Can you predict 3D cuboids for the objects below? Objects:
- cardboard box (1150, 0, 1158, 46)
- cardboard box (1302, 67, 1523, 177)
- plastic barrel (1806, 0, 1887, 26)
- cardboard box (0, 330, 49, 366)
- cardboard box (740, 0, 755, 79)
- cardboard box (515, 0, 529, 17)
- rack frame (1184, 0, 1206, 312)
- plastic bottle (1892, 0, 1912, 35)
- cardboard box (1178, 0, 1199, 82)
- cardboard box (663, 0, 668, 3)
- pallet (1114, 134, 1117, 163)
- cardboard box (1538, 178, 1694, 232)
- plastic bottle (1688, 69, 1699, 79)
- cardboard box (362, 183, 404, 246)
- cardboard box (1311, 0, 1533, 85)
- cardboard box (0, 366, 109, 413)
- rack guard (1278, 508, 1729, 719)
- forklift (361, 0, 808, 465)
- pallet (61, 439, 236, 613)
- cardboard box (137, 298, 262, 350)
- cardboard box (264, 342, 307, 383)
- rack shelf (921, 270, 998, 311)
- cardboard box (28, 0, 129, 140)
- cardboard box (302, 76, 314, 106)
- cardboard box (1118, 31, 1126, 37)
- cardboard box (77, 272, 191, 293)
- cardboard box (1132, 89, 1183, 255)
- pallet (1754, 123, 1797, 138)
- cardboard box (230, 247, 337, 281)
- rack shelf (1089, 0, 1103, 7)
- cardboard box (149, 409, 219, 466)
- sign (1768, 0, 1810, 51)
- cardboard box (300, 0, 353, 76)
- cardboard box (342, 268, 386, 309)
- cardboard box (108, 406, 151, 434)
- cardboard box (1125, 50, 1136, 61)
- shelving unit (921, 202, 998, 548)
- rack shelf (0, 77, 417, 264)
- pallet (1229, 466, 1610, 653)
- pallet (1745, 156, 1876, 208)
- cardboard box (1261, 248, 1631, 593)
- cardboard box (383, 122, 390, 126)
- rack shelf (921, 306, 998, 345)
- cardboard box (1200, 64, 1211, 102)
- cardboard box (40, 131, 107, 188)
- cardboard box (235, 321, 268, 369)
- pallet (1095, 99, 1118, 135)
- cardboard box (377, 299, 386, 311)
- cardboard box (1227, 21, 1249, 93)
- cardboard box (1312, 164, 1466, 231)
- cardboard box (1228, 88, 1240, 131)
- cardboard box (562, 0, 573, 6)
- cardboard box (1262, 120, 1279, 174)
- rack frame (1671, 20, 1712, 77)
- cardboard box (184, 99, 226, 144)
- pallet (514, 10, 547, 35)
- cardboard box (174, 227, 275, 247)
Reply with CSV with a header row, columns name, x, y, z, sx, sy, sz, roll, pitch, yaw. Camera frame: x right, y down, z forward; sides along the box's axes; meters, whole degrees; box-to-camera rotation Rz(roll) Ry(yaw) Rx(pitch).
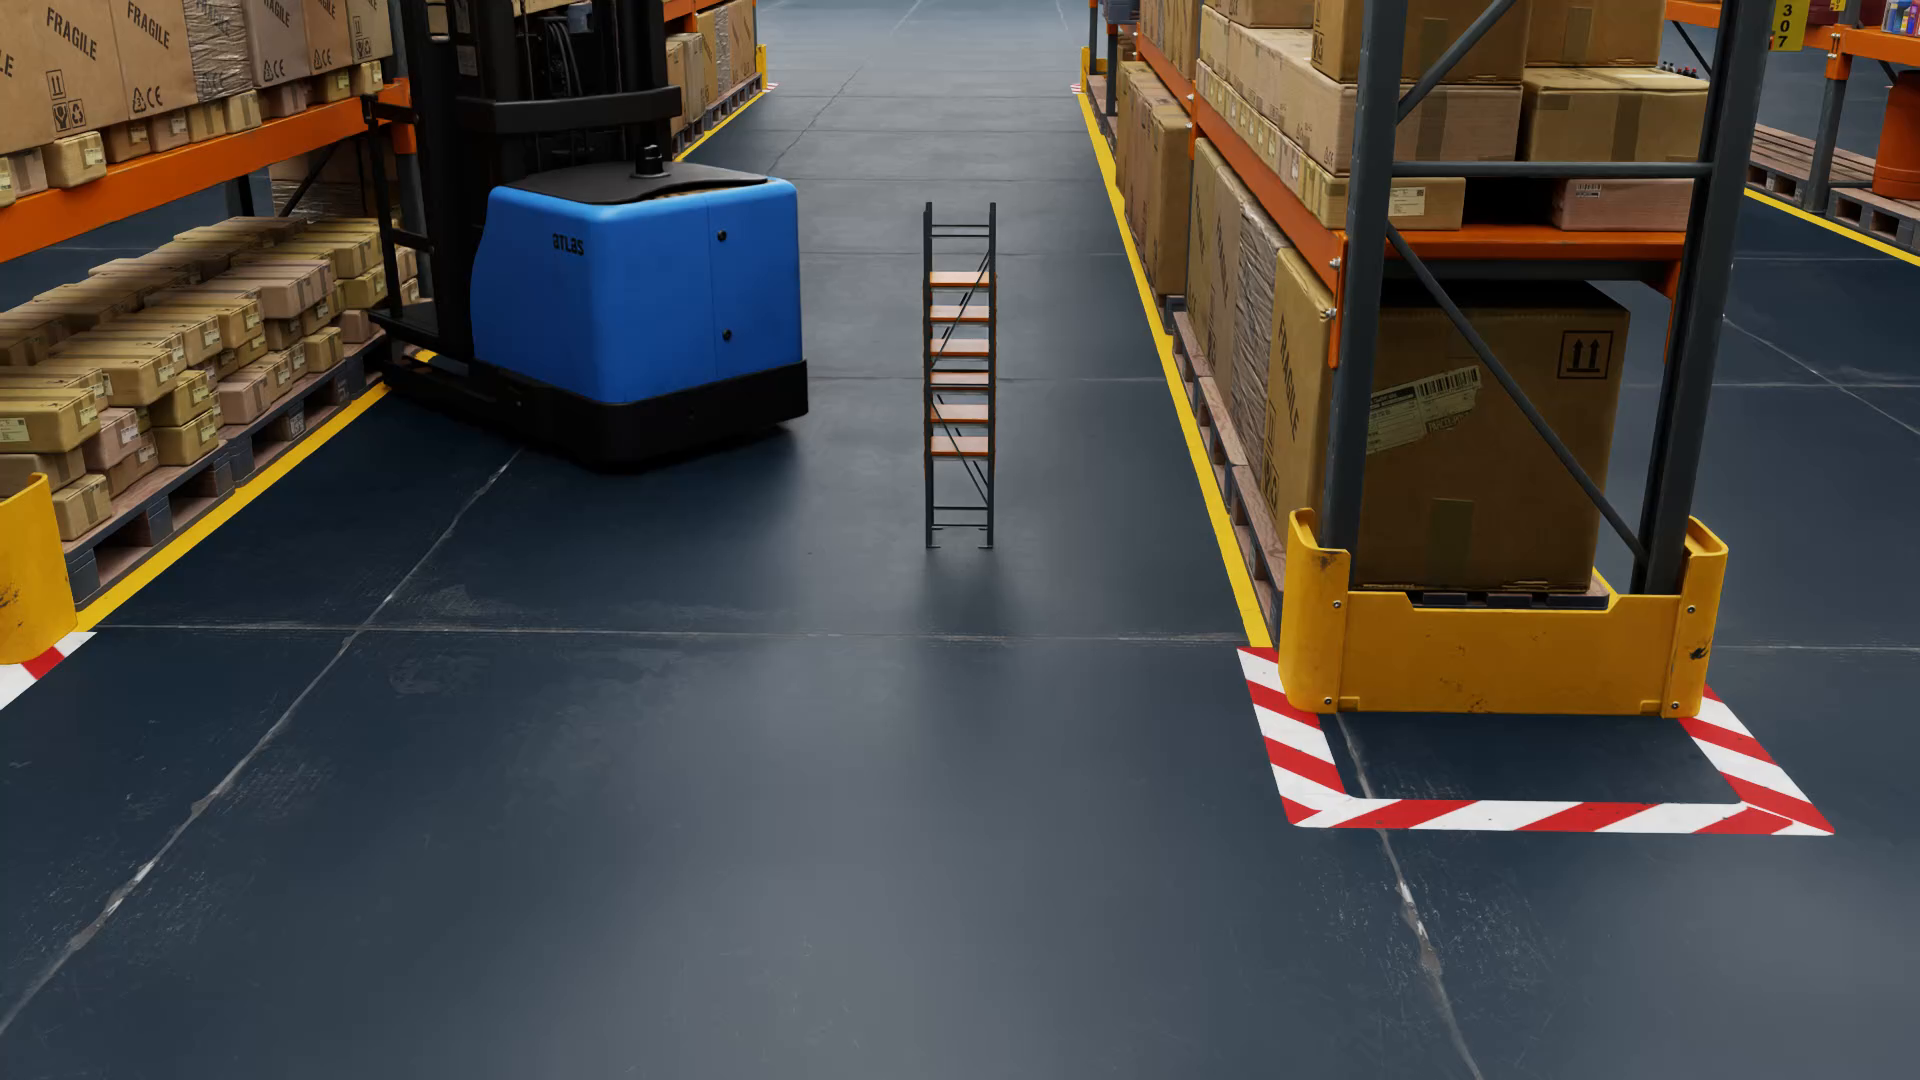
name,x,y,z,sx,sy,sz,roll,pitch,yaw
cardboard box,1.472,-3.363,10.411,0.500,0.500,0.500,0,21,1
cardboard box,1.291,-1.215,4.810,0.500,0.250,0.500,0,21,1
plastic barrel,6.447,-4.041,12.108,0.600,0.536,0.708,1,21,2
cardboard box,-3.633,-0.676,6.162,0.380,0.149,0.250,0,21,-1
cardboard box,-2.881,-5.804,19.196,0.875,0.875,0.875,1,21,2
cardboard box,-2.786,-3.194,9.880,0.380,0.149,0.250,0,21,1
rack frame,1.663,-2.414,8.105,1.000,3.000,0.127,1,21,2
plastic bottle,6.368,-3.552,11.213,0.097,0.271,0.097,0,21,0
cardboard box,1.404,-2.633,8.530,0.500,0.500,0.500,1,21,2
cardboard box,-2.828,-4.888,14.340,0.500,0.500,0.500,1,21,2
pallet,1.850,-3.283,14.198,1.003,0.211,1.213,1,21,2
cardboard box,1.882,-0.976,4.744,0.380,0.149,0.250,1,21,2
plastic bottle,7.296,-4.510,16.559,0.144,0.351,0.185,1,21,3
cardboard box,-3.004,-1.800,9.397,0.500,0.500,0.500,1,21,4
cardboard box,1.293,-1.565,4.676,0.500,0.500,0.500,1,21,2
cardboard box,-3.170,-0.490,5.683,0.380,0.149,0.250,1,21,3
rack guard,1.541,0.206,4.807,1.175,0.500,0.348,1,21,2
forklift,-2.060,-2.114,7.424,1.130,2.935,3.031,-20,29,-41
pallet,-3.351,-0.080,5.943,1.003,0.211,1.213,1,21,2
cardboard box,-3.037,-0.865,6.650,0.380,0.149,0.250,1,21,2
cardboard box,-3.070,-0.759,7.198,0.380,0.149,0.250,1,21,3
rack shelf,0.000,-0.859,5.711,0.258,0.103,0.180,1,21,2
cardboard box,-3.133,-1.598,5.450,0.500,0.500,0.500,1,21,2
cardboard box,-3.109,-2.000,7.383,0.380,0.149,0.250,0,21,0
cardboard box,1.992,-5.558,19.082,0.500,0.500,0.500,5,22,12
cardboard box,-3.536,-1.051,7.130,0.380,0.149,0.250,0,21,-1
cardboard box,1.689,-2.174,9.843,1.225,0.875,0.875,0,21,0
pallet,6.872,-3.668,15.190,1.003,0.211,1.213,1,21,2
cardboard box,-3.097,-1.242,7.622,0.380,0.149,0.250,1,21,3
rack shelf,1.967,-5.695,17.553,1.077,0.370,4.000,1,21,2
cardboard box,-3.033,-0.388,6.244,0.380,0.149,0.250,1,21,2
sign,2.096,-1.400,4.185,0.100,0.325,0.005,1,21,2
cardboard box,-3.041,-2.325,7.325,0.500,0.500,0.500,0,21,0
cardboard box,-2.970,-1.198,7.920,0.380,0.149,0.250,0,21,0
cardboard box,-3.157,-0.439,5.963,0.380,0.149,0.250,1,21,2
cardboard box,1.968,-4.689,16.841,0.500,0.500,0.500,8,22,19
shelving unit,0.000,-0.565,5.825,0.258,1.200,0.189,1,21,2
rack shelf,-3.352,-1.447,6.606,1.077,0.370,4.000,1,21,2
pallet,1.487,0.042,5.629,1.003,0.211,1.213,1,21,2
pallet,6.798,-2.786,12.917,1.003,0.211,1.213,1,21,2
cardboard box,1.481,-0.406,5.284,0.875,0.875,0.875,1,21,2
cardboard box,-3.493,-2.343,9.760,0.500,0.250,0.500,2,21,4
rack shelf,0.000,-0.747,5.755,0.258,0.103,0.180,1,21,2
cardboard box,1.314,-2.099,7.639,0.380,0.149,0.250,0,21,0
cardboard box,-3.048,-1.245,5.437,0.380,0.149,0.250,0,21,0
cardboard box,-3.143,-0.824,6.954,0.380,0.149,0.250,2,21,4
pallet,1.891,-4.250,16.691,1.003,0.211,1.213,1,21,2
cardboard box,-3.054,-1.134,8.164,0.380,0.149,0.250,1,21,3
cardboard box,1.357,-1.949,6.701,0.500,0.250,0.500,1,21,3
cardboard box,1.223,-0.983,4.764,0.380,0.149,0.250,1,21,3
cardboard box,1.283,-1.725,6.676,0.380,0.149,0.250,1,21,2
cardboard box,-2.753,-3.574,10.860,0.380,0.149,0.250,0,21,1
cardboard box,1.253,-1.353,5.716,0.380,0.149,0.250,0,21,0
rack frame,6.857,-5.252,15.419,1.000,3.000,0.127,1,21,2
cardboard box,-3.079,-1.620,6.405,0.380,0.149,0.250,1,21,4
pallet,-3.189,-3.146,10.256,1.003,0.211,1.213,1,21,2
cardboard box,-3.577,-1.428,8.101,0.380,0.149,0.250,2,21,4
